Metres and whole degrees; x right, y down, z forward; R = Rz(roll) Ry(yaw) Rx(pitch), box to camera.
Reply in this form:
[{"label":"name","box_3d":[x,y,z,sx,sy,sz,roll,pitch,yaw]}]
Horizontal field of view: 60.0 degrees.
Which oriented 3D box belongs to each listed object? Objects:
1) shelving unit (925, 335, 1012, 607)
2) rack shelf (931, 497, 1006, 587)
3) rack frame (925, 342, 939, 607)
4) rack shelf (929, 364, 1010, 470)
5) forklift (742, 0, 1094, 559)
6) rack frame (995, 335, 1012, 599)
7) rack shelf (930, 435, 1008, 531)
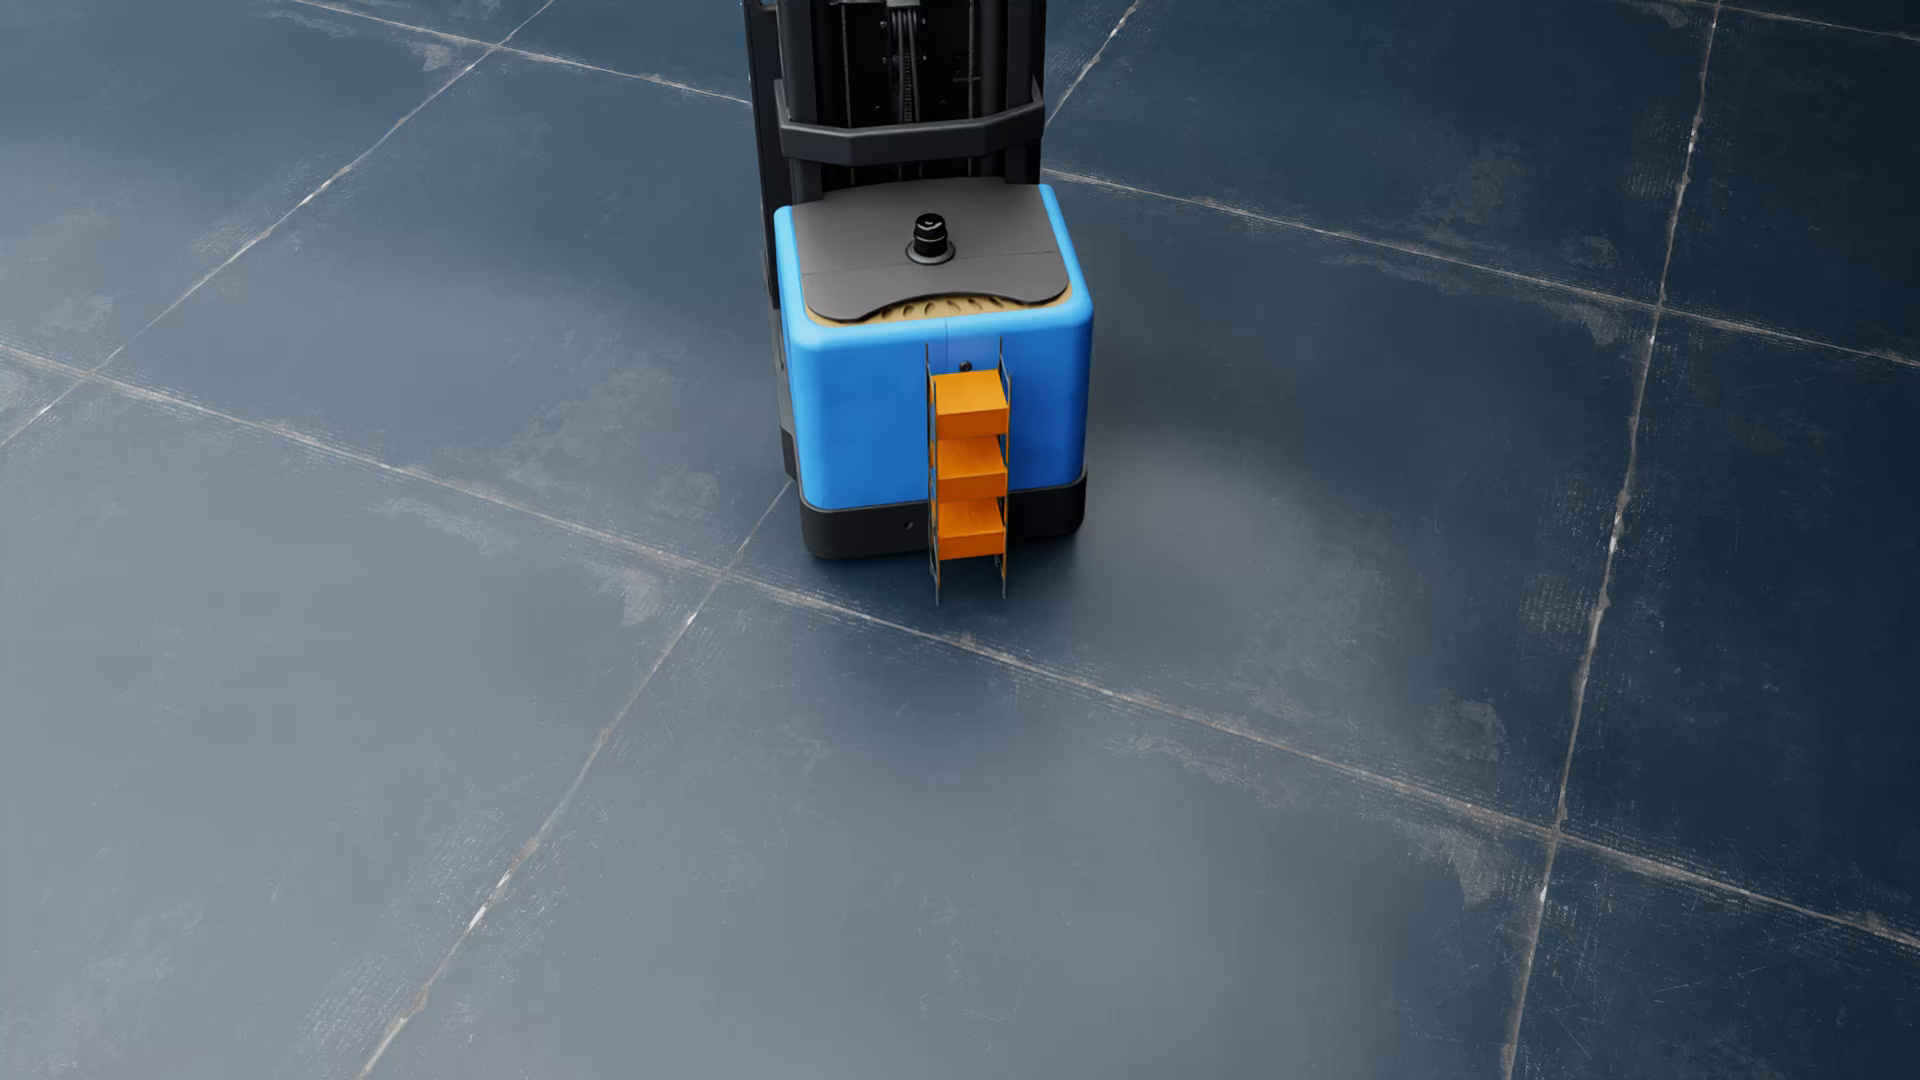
[{"label":"shelving unit","box_3d":[0.027,-0.214,5.721,0.252,1.050,0.215,-6,45,-6]},{"label":"rack shelf","box_3d":[0.027,-0.010,5.925,0.240,0.259,0.215,-6,45,-6]},{"label":"rack frame","box_3d":[-0.094,-0.201,5.708,0.008,1.050,0.200,-6,45,-6]},{"label":"rack shelf","box_3d":[0.027,-0.408,5.528,0.240,0.259,0.215,-6,45,-6]},{"label":"forklift","box_3d":[-0.270,-2.018,6.200,1.130,2.935,3.031,-6,45,-6]},{"label":"rack frame","box_3d":[0.147,-0.228,5.734,0.008,1.050,0.200,-6,45,-6]},{"label":"rack shelf","box_3d":[0.027,-0.207,5.728,0.240,0.259,0.215,-6,45,-6]}]
